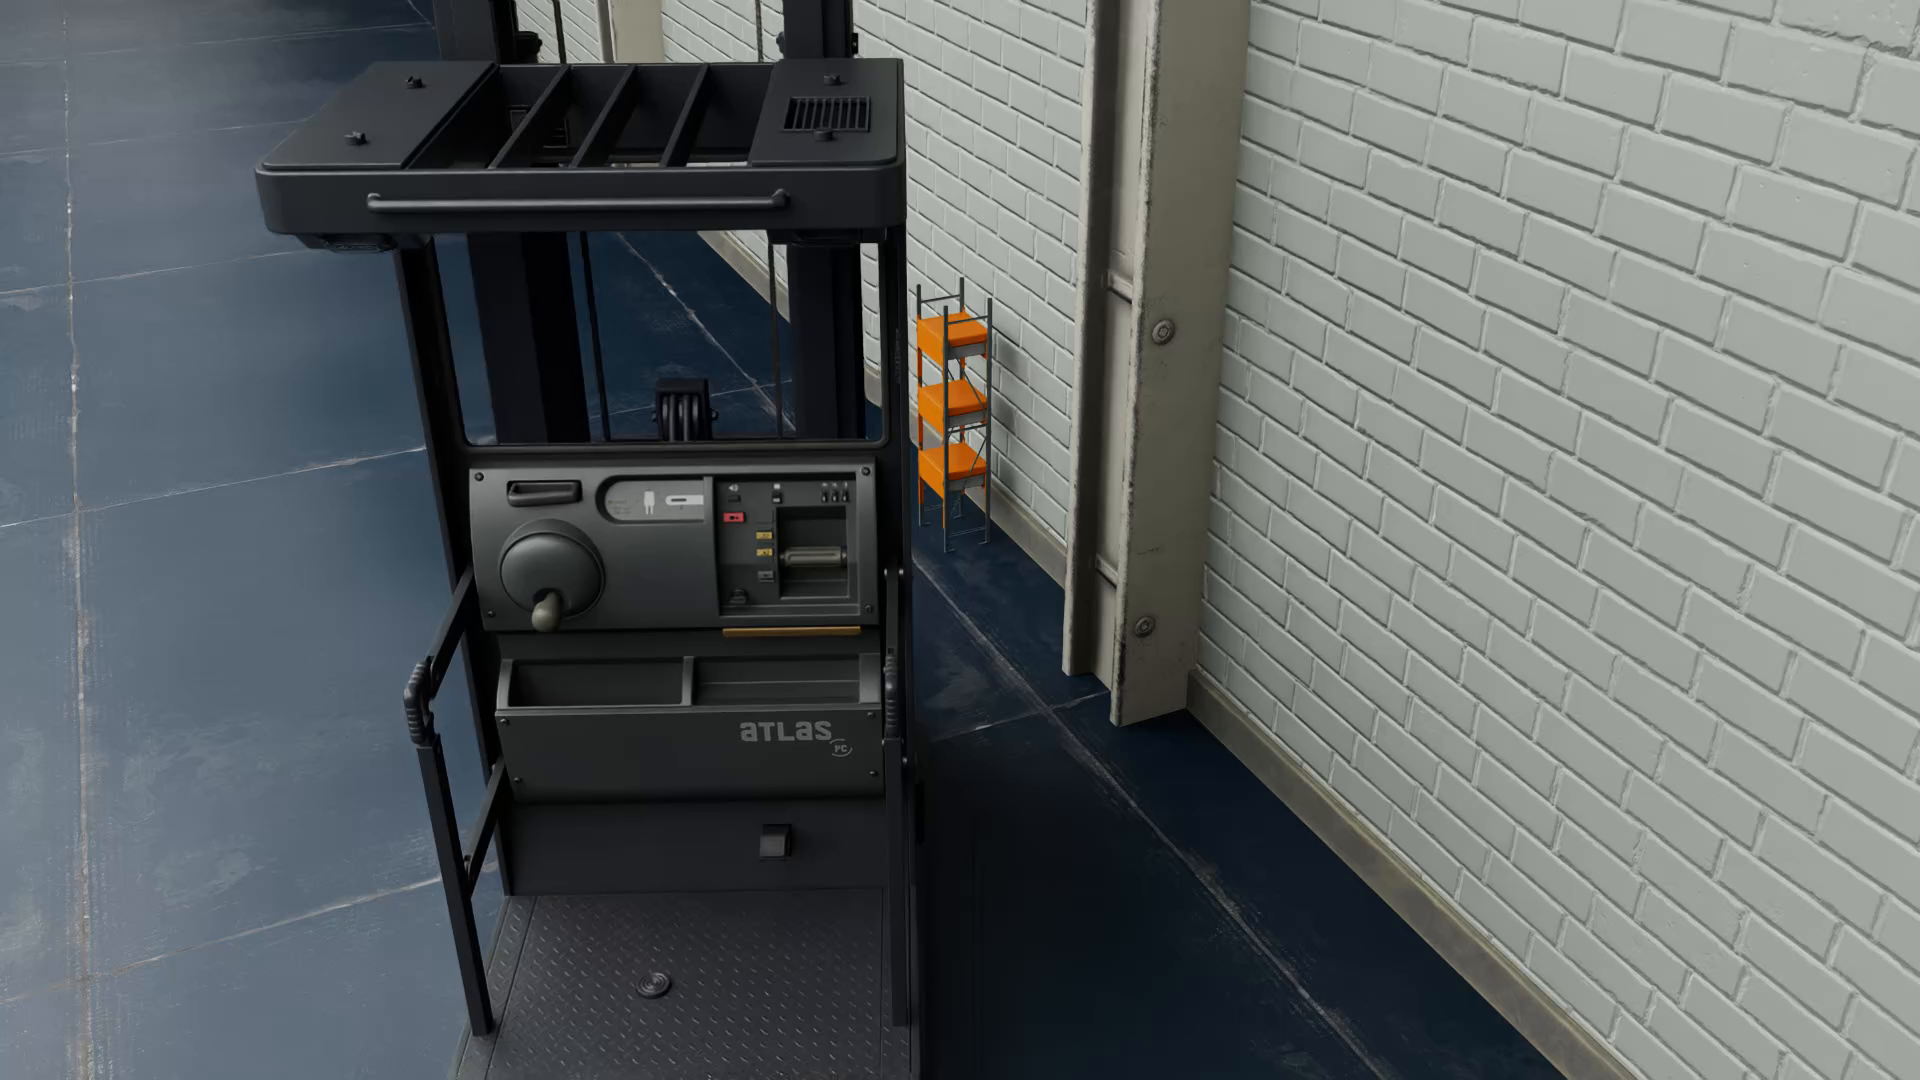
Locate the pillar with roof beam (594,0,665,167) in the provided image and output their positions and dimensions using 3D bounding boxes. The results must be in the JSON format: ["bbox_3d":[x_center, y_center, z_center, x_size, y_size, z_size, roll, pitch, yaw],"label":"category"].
[{"bbox_3d":[-5.879,-5.158,6.747,9.100,9.000,0.400,-13,32,-22],"label":"pillar with roof beam"}]

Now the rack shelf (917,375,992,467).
[{"bbox_3d":[-0.023,-0.472,6.541,0.215,0.259,0.240,-13,32,-22],"label":"rack shelf"}]

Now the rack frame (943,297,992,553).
[{"bbox_3d":[0.029,-0.428,6.439,0.200,1.050,0.008,-13,32,-22],"label":"rack frame"}]

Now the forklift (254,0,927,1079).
[{"bbox_3d":[-0.647,0.057,3.652,1.130,2.935,3.031,-1,29,-2],"label":"forklift"}]

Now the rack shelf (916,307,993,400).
[{"bbox_3d":[-0.023,-0.720,6.402,0.215,0.259,0.240,-13,32,-22],"label":"rack shelf"}]

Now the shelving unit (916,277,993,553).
[{"bbox_3d":[-0.023,-0.482,6.535,0.215,1.050,0.252,-13,32,-22],"label":"shelving unit"}]

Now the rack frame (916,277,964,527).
[{"bbox_3d":[-0.075,-0.535,6.631,0.200,1.050,0.008,-13,32,-22],"label":"rack frame"}]

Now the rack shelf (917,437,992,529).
[{"bbox_3d":[-0.023,-0.230,6.676,0.215,0.259,0.240,-13,32,-22],"label":"rack shelf"}]

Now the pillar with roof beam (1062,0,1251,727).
[{"bbox_3d":[-3.303,-2.507,2.021,9.100,9.000,0.400,-13,32,-22],"label":"pillar with roof beam"}]
